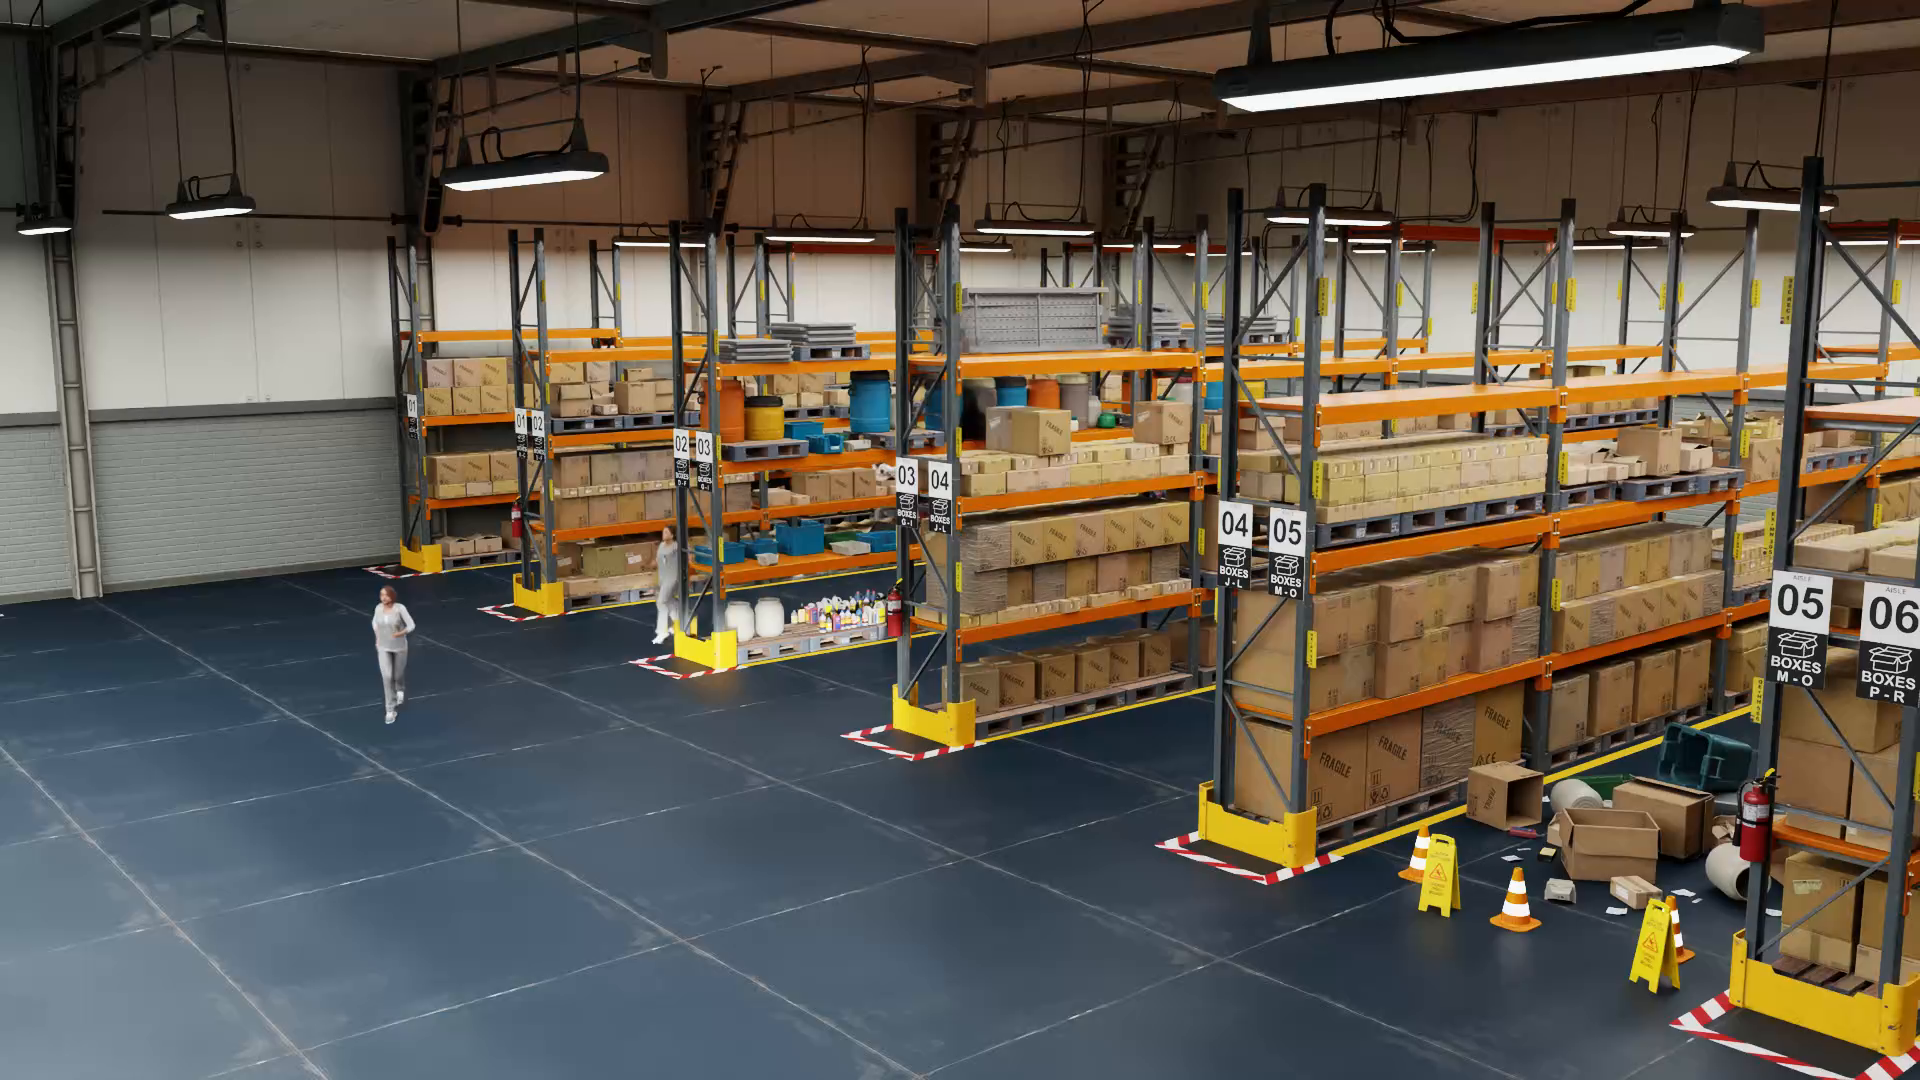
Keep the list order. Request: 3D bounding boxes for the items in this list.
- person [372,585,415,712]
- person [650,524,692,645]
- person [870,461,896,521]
[{"bbox_3d":[-6.795,1.273,19.981,0.526,1.506,0.709,-1,9,-8],"label":"person"},{"bbox_3d":[-4.214,0.830,24.229,0.581,1.304,0.742,8,12,42],"label":"person"},{"bbox_3d":[-1.629,-0.923,33.896,0.660,1.805,0.969,8,12,41],"label":"person"}]
